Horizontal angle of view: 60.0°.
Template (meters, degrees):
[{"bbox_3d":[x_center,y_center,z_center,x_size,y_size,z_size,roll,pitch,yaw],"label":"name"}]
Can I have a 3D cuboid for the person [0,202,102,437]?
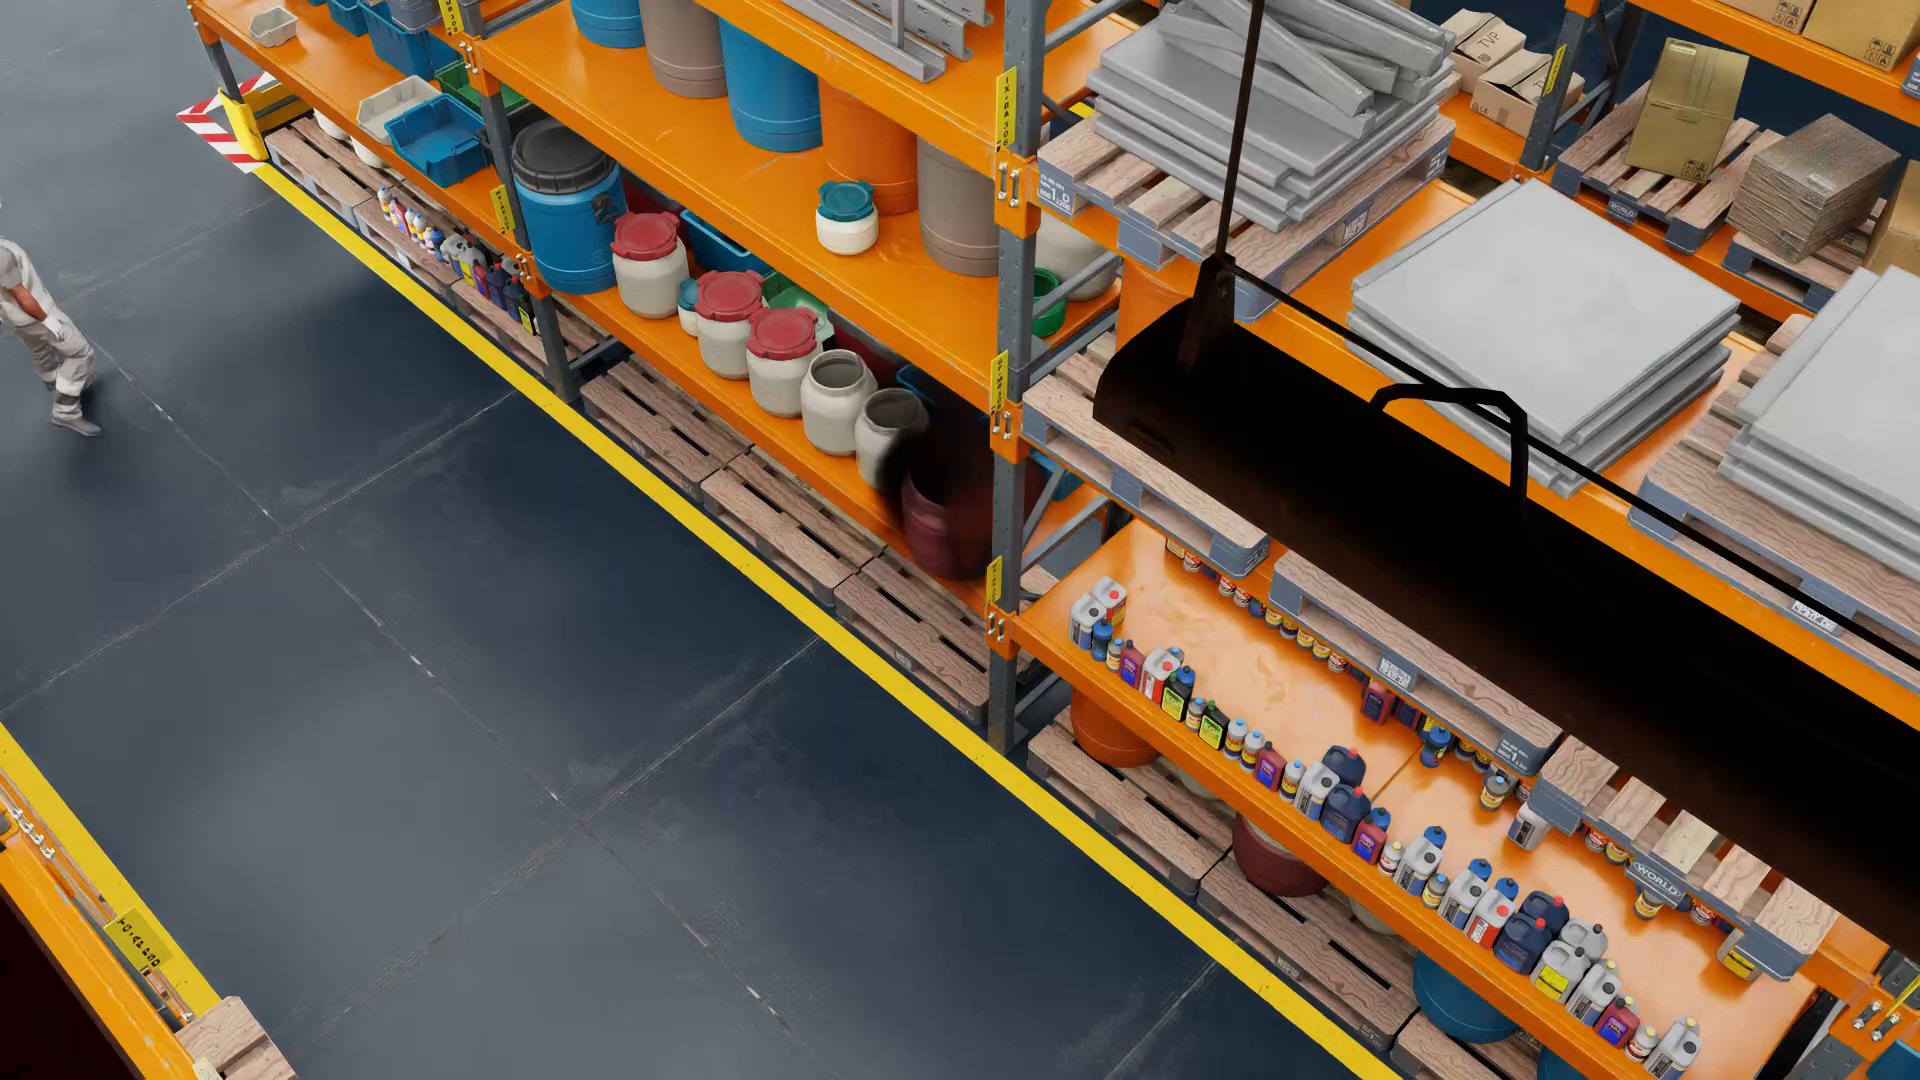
[{"bbox_3d":[-5.866,-1.439,10.420,0.630,1.789,0.510,27,55,21],"label":"person"}]
